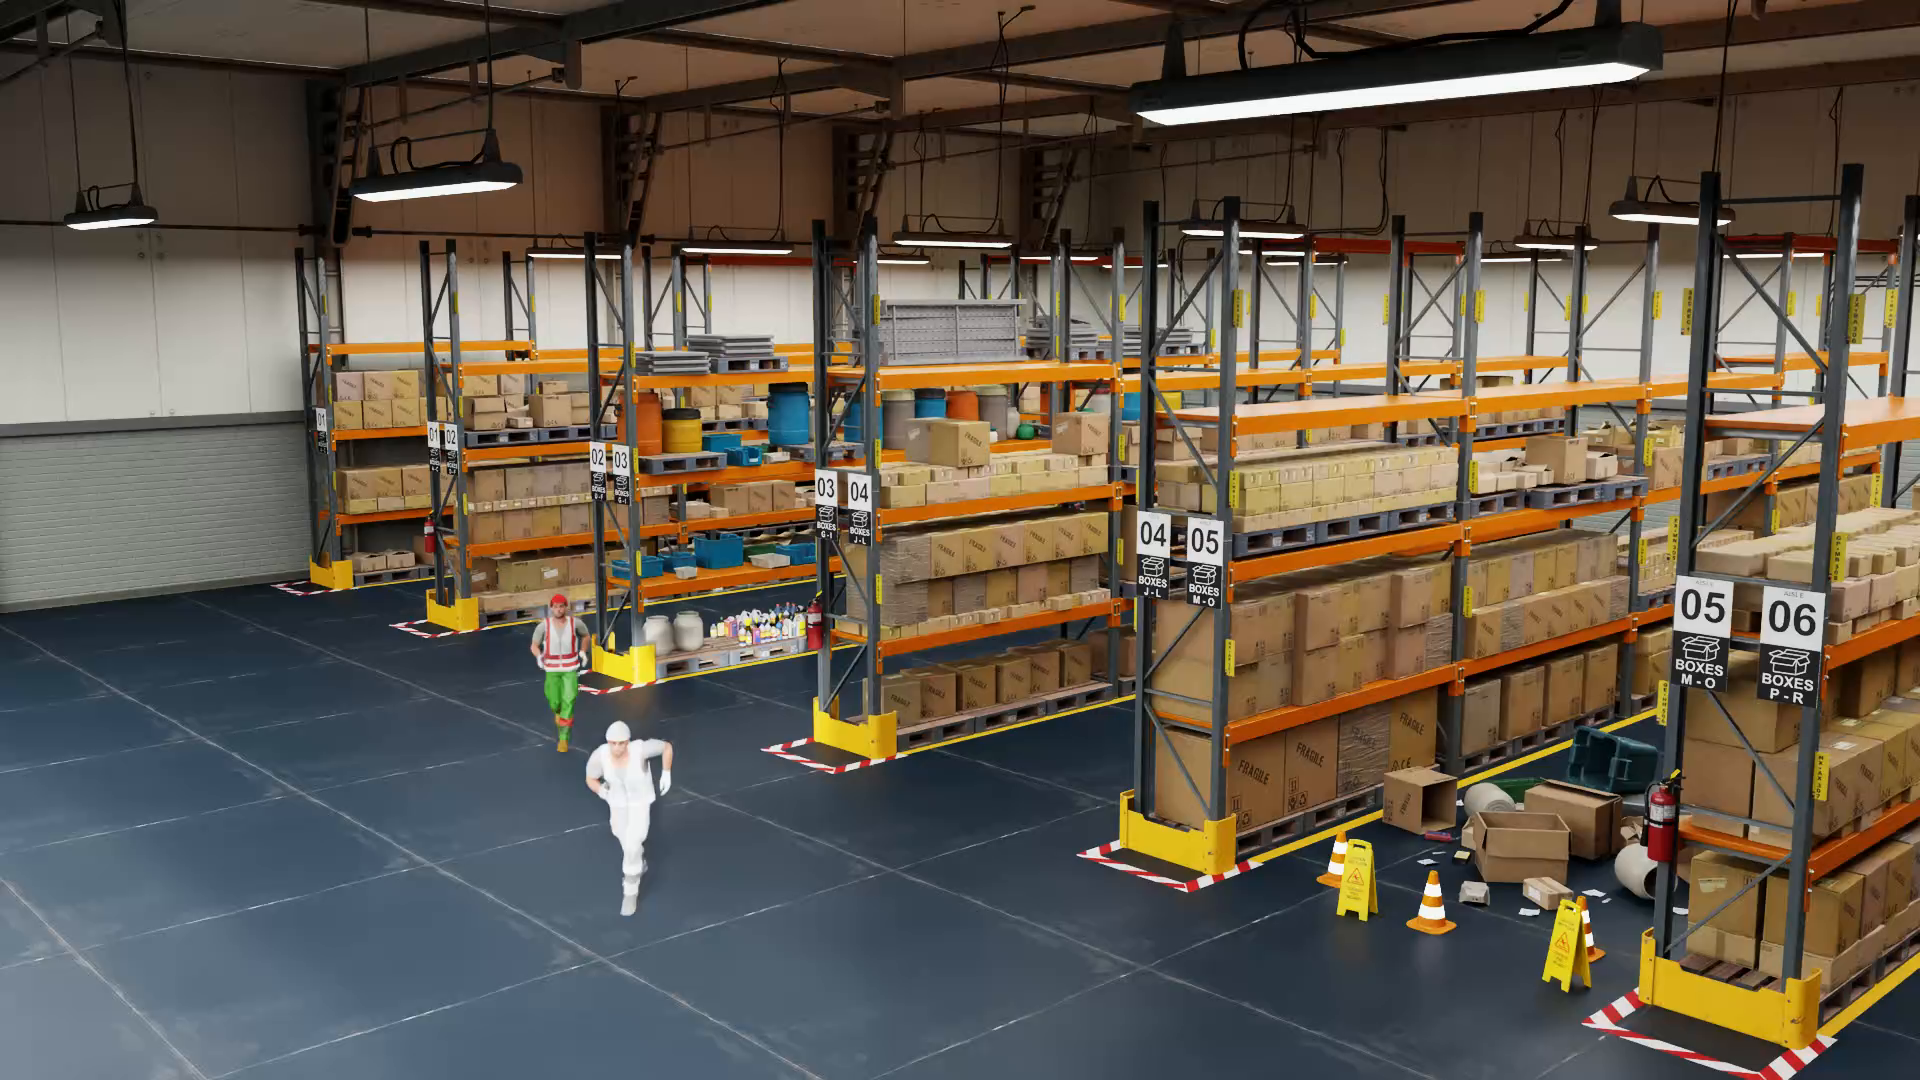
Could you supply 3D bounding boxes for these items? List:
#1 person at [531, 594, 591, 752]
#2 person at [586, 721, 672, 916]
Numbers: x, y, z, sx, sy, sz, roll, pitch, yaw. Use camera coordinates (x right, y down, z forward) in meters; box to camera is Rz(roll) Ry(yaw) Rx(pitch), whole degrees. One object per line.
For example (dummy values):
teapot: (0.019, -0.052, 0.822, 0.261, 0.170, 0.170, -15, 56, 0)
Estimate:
person: (-4.599, 1.494, 19.202, 0.666, 1.772, 0.873, -2, 9, -11)
person: (-2.794, 2.301, 14.172, 0.705, 1.717, 1.014, 0, 8, 1)
